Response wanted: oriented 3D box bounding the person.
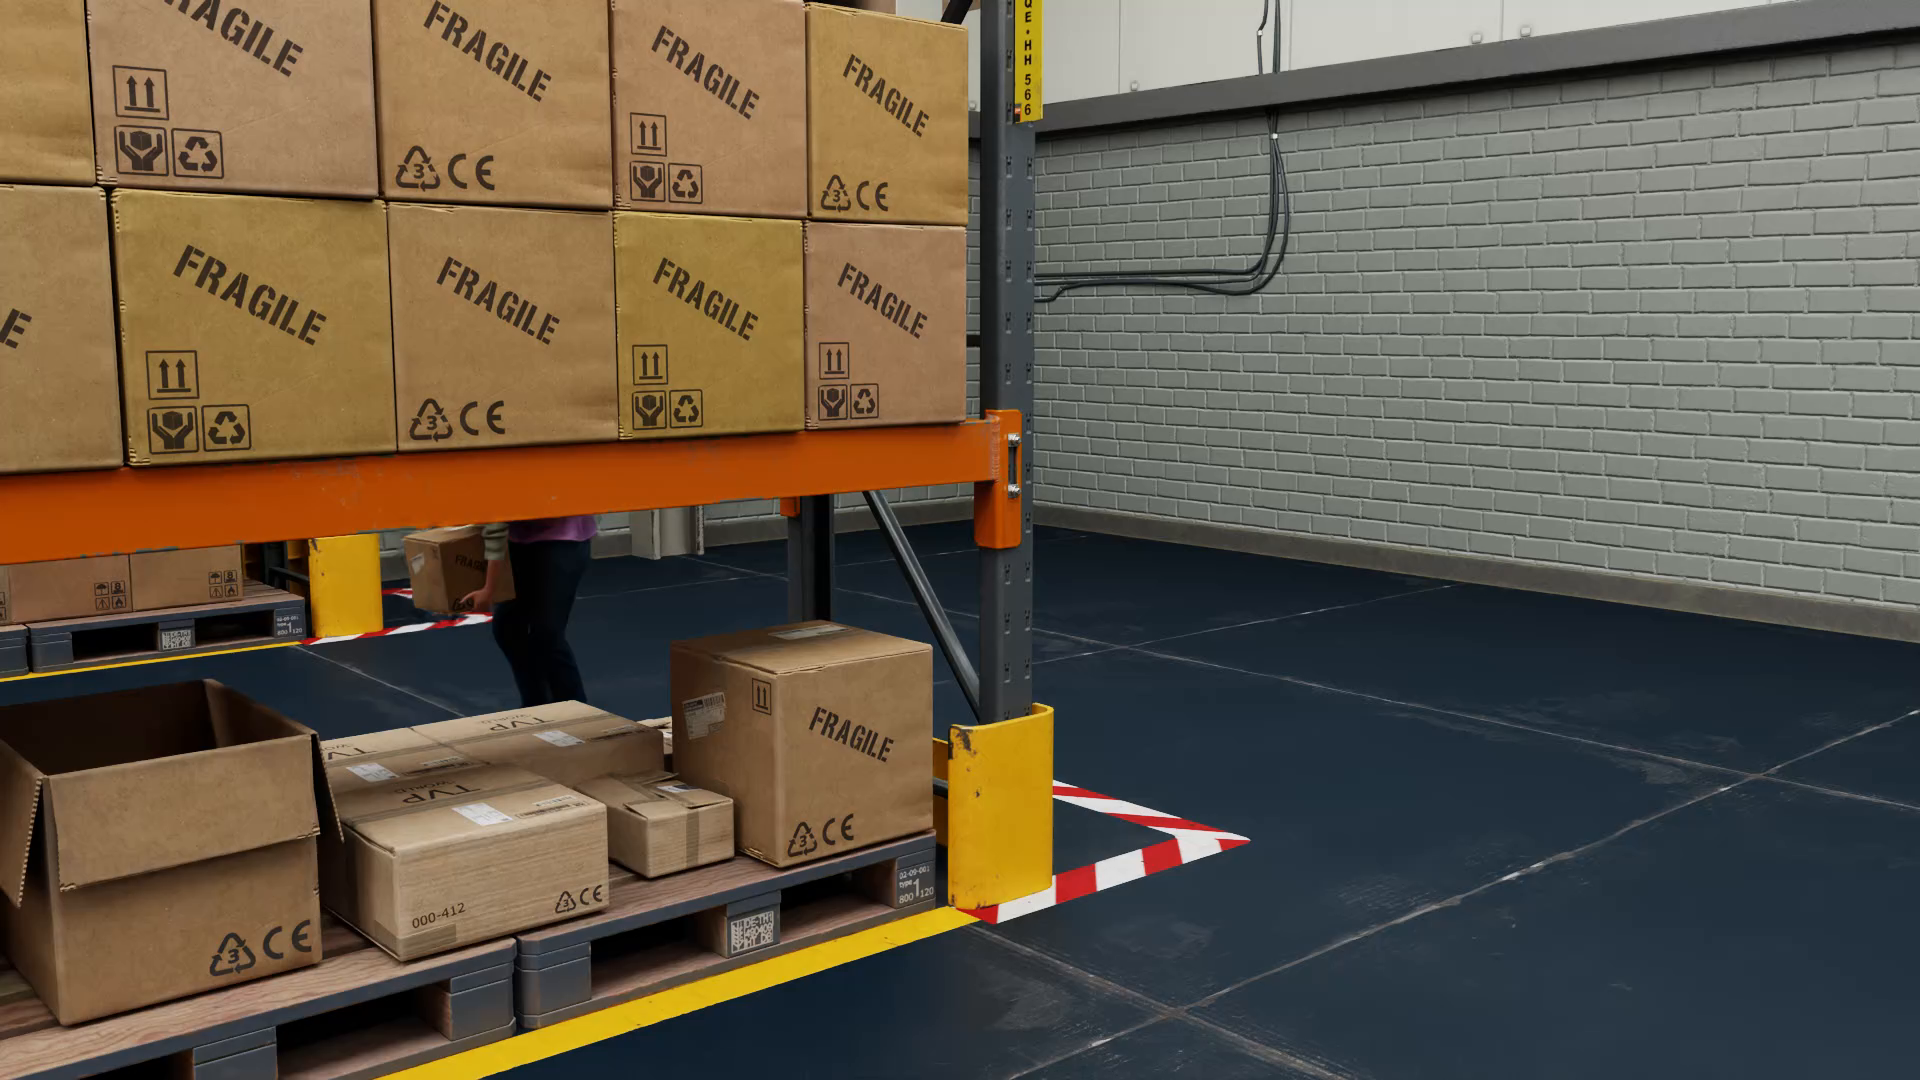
[{"bbox_3d":[-1.586,0.109,5.750,0.375,1.409,0.690,7,11,43],"label":"person"}]
